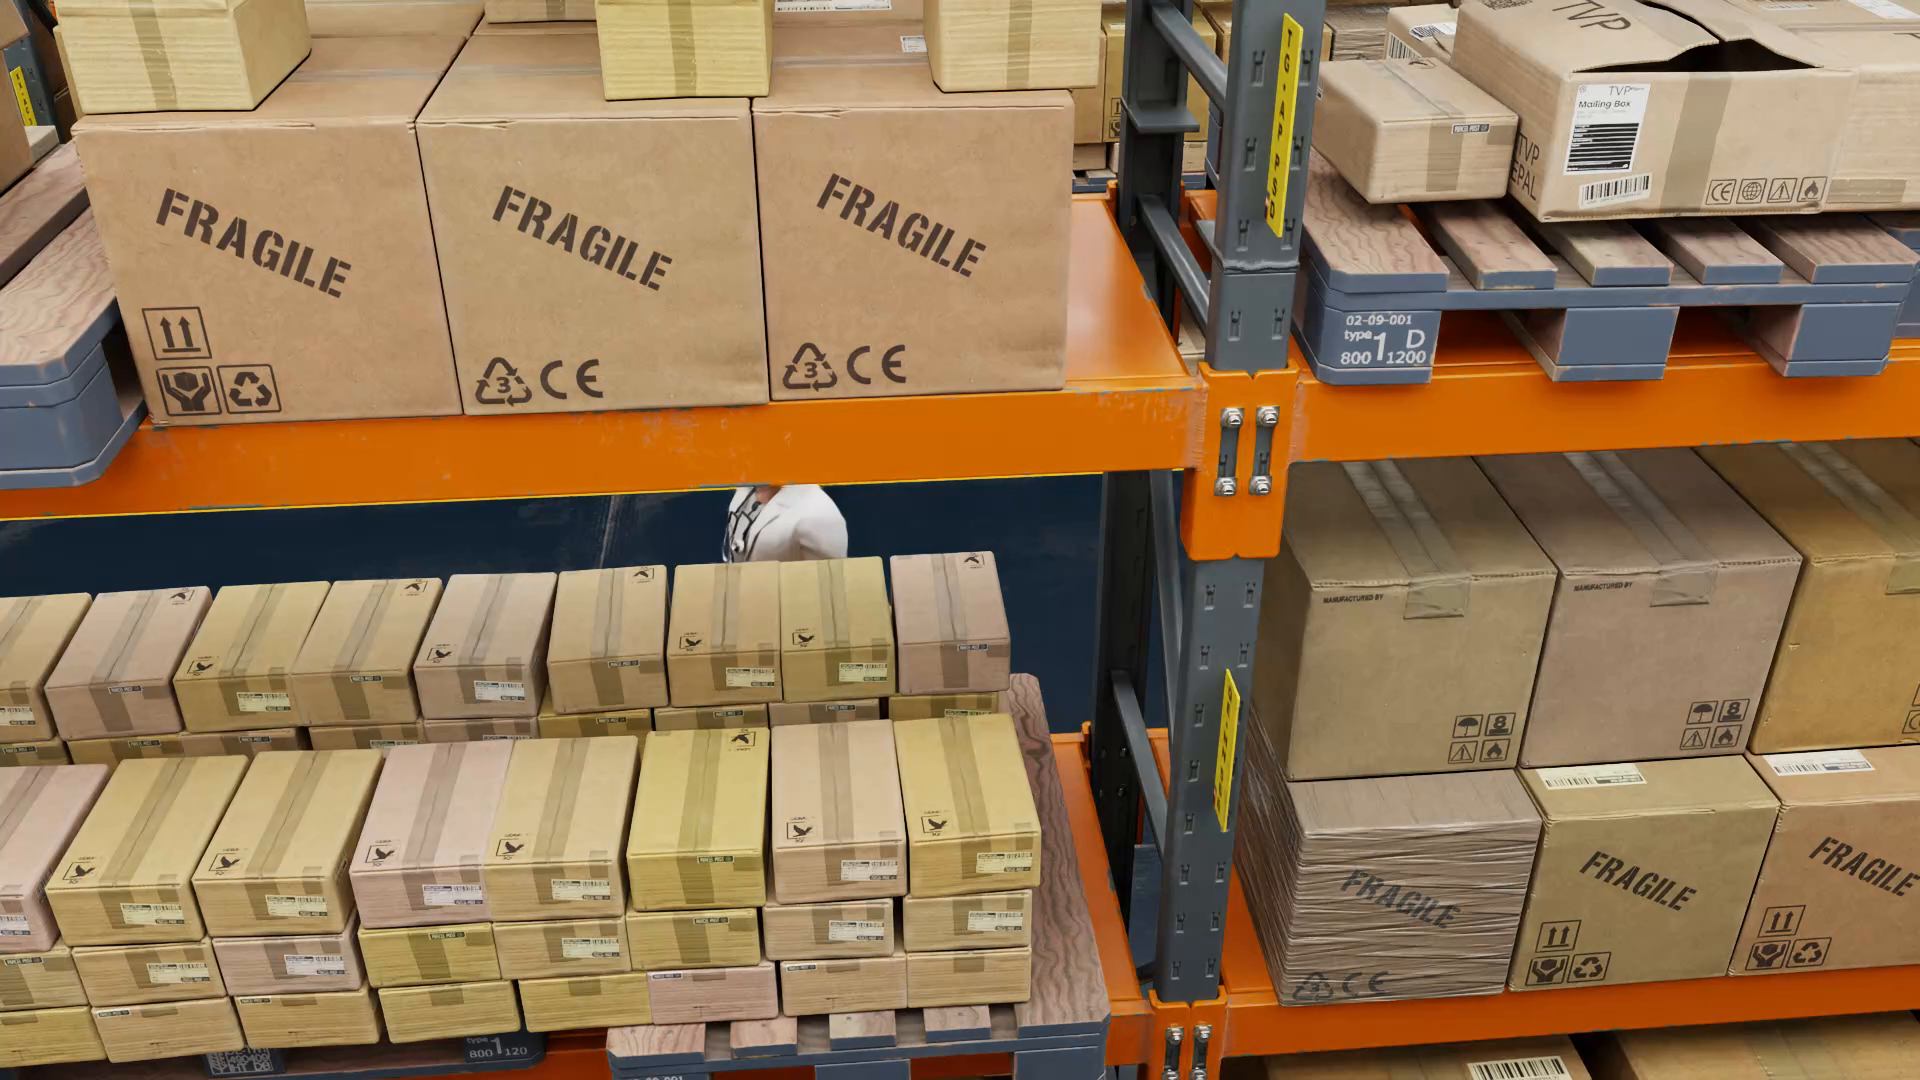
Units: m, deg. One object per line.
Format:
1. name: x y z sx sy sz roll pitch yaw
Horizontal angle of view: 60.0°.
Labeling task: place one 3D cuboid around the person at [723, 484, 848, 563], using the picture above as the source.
1. person: -0.595 0.371 5.524 0.589 1.807 0.611 -16 34 -25
